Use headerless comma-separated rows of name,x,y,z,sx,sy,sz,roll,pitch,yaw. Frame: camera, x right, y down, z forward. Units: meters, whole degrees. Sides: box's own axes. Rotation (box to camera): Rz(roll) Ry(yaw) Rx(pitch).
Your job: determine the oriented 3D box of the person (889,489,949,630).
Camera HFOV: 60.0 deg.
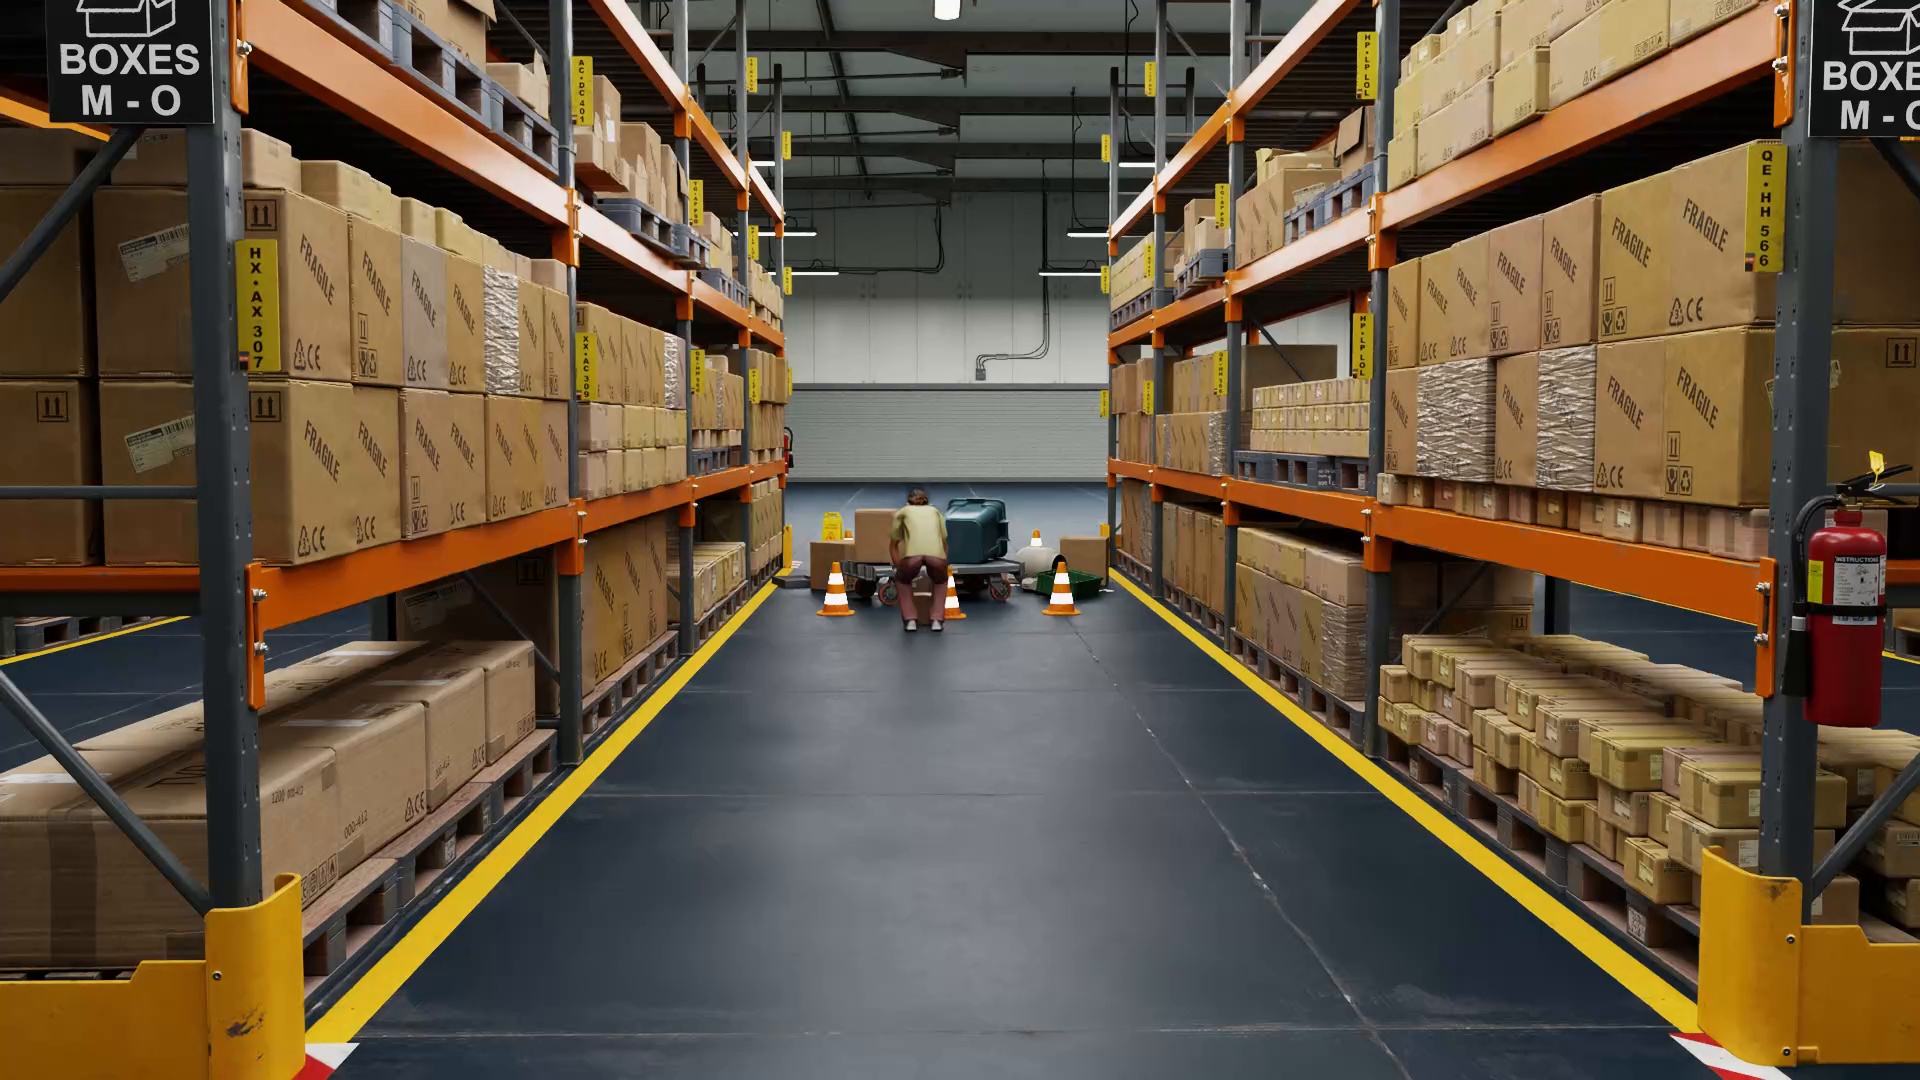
person,-0.346,0.163,13.910,0.505,1.159,0.740,0,4,-1
